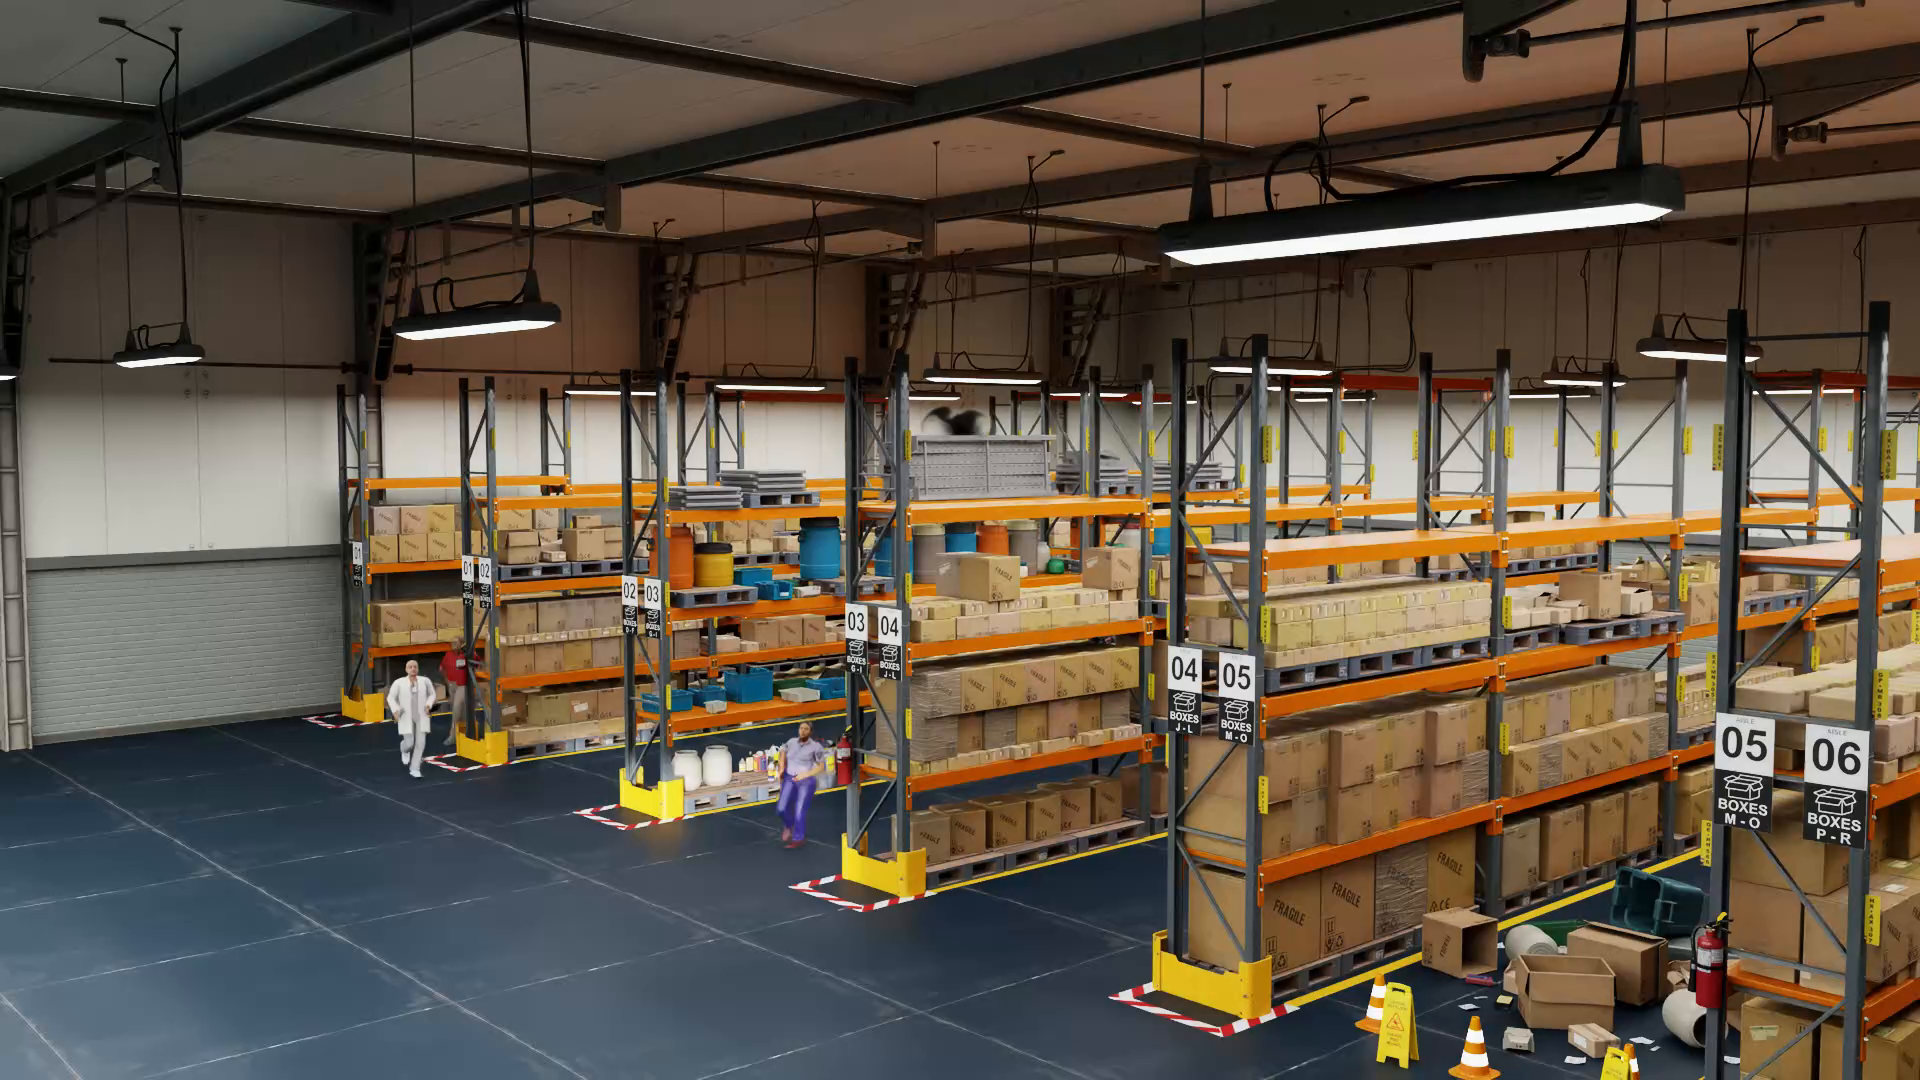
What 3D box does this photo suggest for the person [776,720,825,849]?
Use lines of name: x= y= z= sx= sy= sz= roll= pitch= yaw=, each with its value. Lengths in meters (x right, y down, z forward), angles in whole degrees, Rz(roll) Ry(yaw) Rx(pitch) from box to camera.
person: x=-1.980 y=3.035 z=20.539 sx=0.641 sy=1.589 sz=0.555 roll=1 pitch=4 yaw=13

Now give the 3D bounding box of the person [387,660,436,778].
person: x=-8.212 y=2.666 z=24.964 sx=0.708 sy=1.734 sz=0.679 roll=-2 pitch=4 yaw=-28

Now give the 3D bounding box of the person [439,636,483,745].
person: x=-8.328 y=2.463 z=27.691 sx=0.650 sy=1.747 sz=0.959 roll=1 pitch=4 yaw=21
